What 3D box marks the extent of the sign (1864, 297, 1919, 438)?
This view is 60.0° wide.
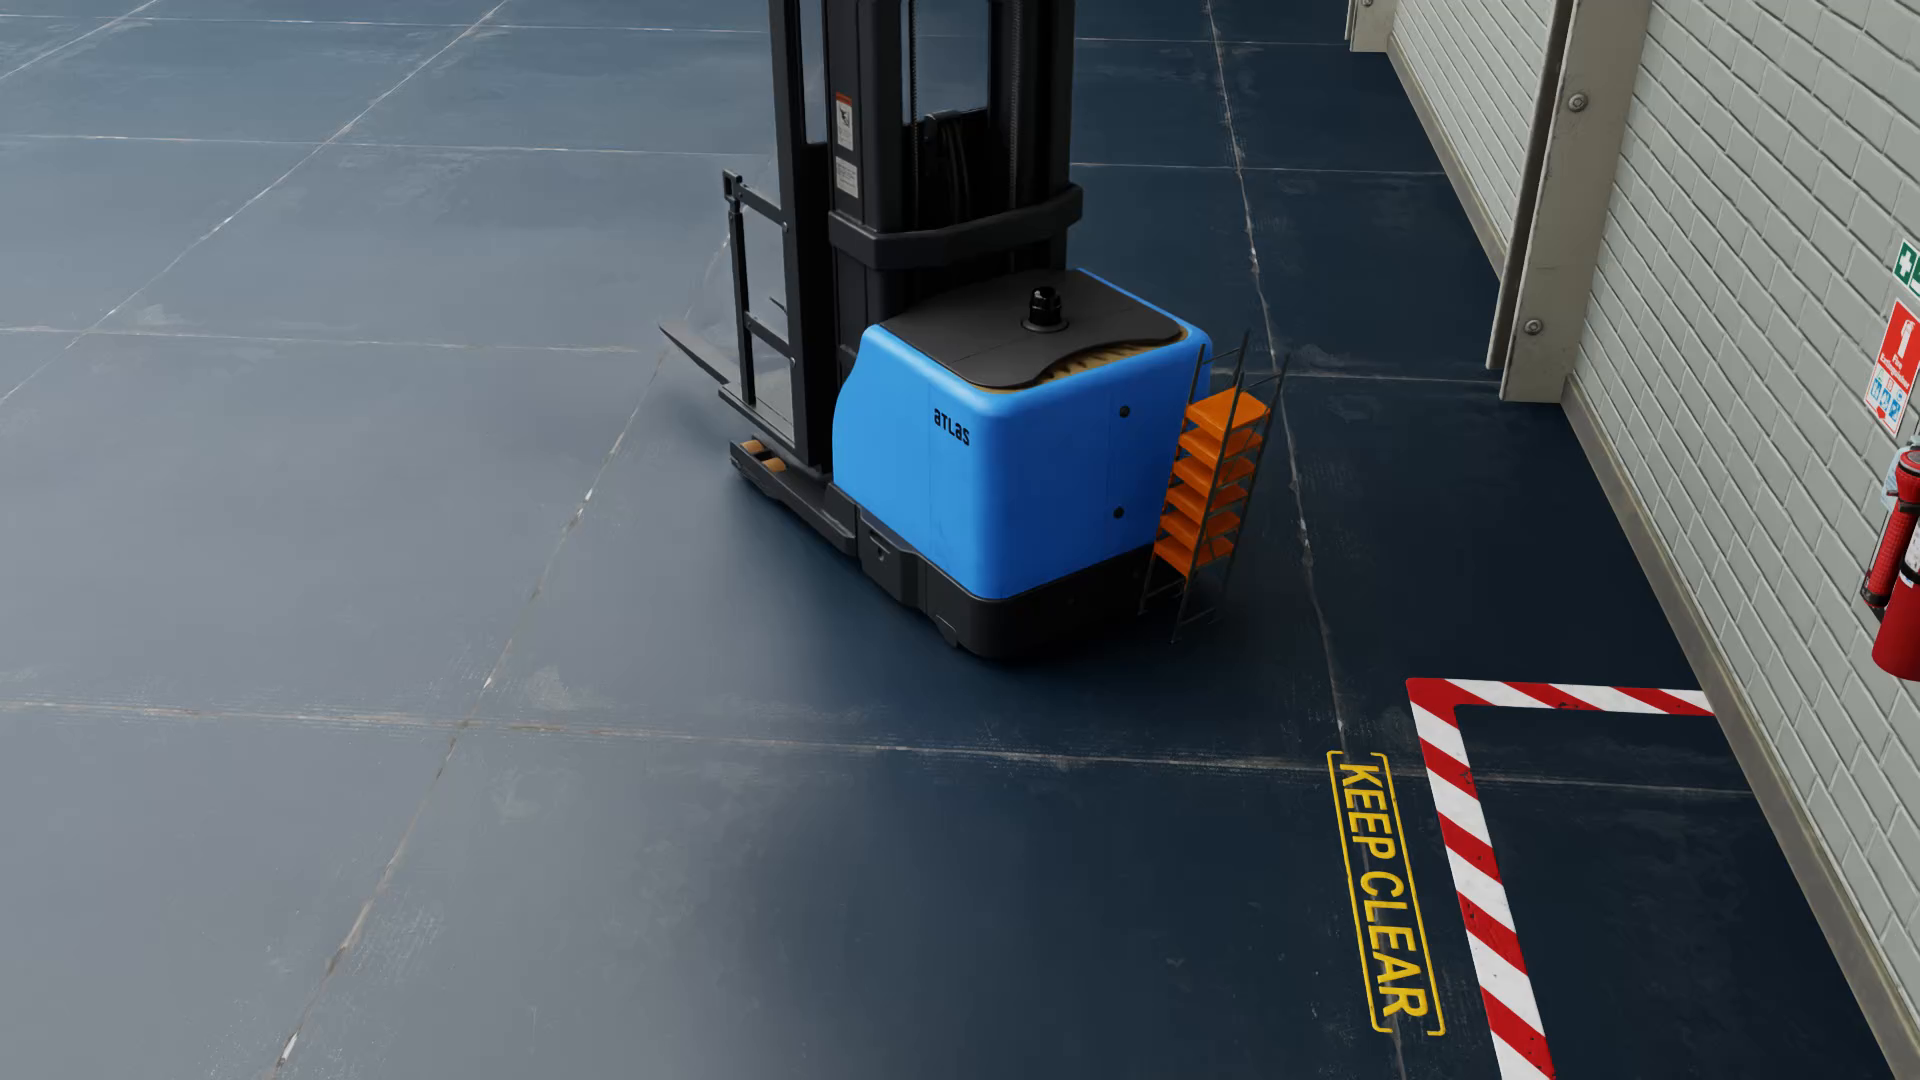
[{"bbox_3d":[2.610,-0.481,4.638,0.001,0.329,0.234,2,32,4],"label":"sign"}]

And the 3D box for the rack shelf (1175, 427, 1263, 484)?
[{"bbox_3d":[0.902,-0.321,5.744,0.258,0.103,0.180,-23,48,-32],"label":"rack shelf"}]

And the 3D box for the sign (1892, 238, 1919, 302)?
[{"bbox_3d":[2.601,-0.705,4.496,0.001,0.109,0.331,2,32,4],"label":"sign"}]

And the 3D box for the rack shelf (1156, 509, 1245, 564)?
[{"bbox_3d":[0.864,-0.043,5.970,0.258,0.103,0.180,-23,48,-32],"label":"rack shelf"}]

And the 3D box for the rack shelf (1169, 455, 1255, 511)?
[{"bbox_3d":[0.889,-0.228,5.819,0.258,0.103,0.180,-23,48,-32],"label":"rack shelf"}]

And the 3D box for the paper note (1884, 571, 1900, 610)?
[{"bbox_3d":[2.546,0.104,4.562,0.016,0.148,0.142,2,32,4],"label":"paper note"}]

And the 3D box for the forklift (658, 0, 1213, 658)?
[{"bbox_3d":[-0.329,-1.555,6.479,1.130,2.935,3.031,-20,37,-29],"label":"forklift"}]

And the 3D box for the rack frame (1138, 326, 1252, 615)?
[{"bbox_3d":[0.825,-0.220,5.918,0.240,1.200,0.006,-23,48,-32],"label":"rack frame"}]

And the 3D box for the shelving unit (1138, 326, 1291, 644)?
[{"bbox_3d":[0.881,-0.170,5.867,0.258,1.200,0.189,-23,48,-32],"label":"shelving unit"}]

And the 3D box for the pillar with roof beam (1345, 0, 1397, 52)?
[{"bbox_3d":[-1.090,-7.904,10.998,9.100,9.000,0.400,2,32,4],"label":"pillar with roof beam"}]

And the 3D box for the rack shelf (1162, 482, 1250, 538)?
[{"bbox_3d":[0.876,-0.136,5.895,0.258,0.103,0.180,-23,48,-32],"label":"rack shelf"}]

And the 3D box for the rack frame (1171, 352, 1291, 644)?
[{"bbox_3d":[0.938,-0.120,5.815,0.240,1.200,0.006,-23,48,-32],"label":"rack frame"}]

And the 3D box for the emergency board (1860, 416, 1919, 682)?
[{"bbox_3d":[2.463,-0.182,4.186,0.194,1.169,0.643,2,32,4],"label":"emergency board"}]

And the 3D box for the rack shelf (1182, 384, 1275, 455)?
[{"bbox_3d":[0.914,-0.413,5.668,0.258,0.103,0.180,-23,48,-32],"label":"rack shelf"}]

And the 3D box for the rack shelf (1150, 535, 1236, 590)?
[{"bbox_3d":[0.851,0.049,6.045,0.258,0.103,0.180,-23,48,-32],"label":"rack shelf"}]

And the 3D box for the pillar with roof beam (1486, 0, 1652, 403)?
[{"bbox_3d":[-1.579,-4.766,5.907,9.100,9.000,0.400,2,32,4],"label":"pillar with roof beam"}]
